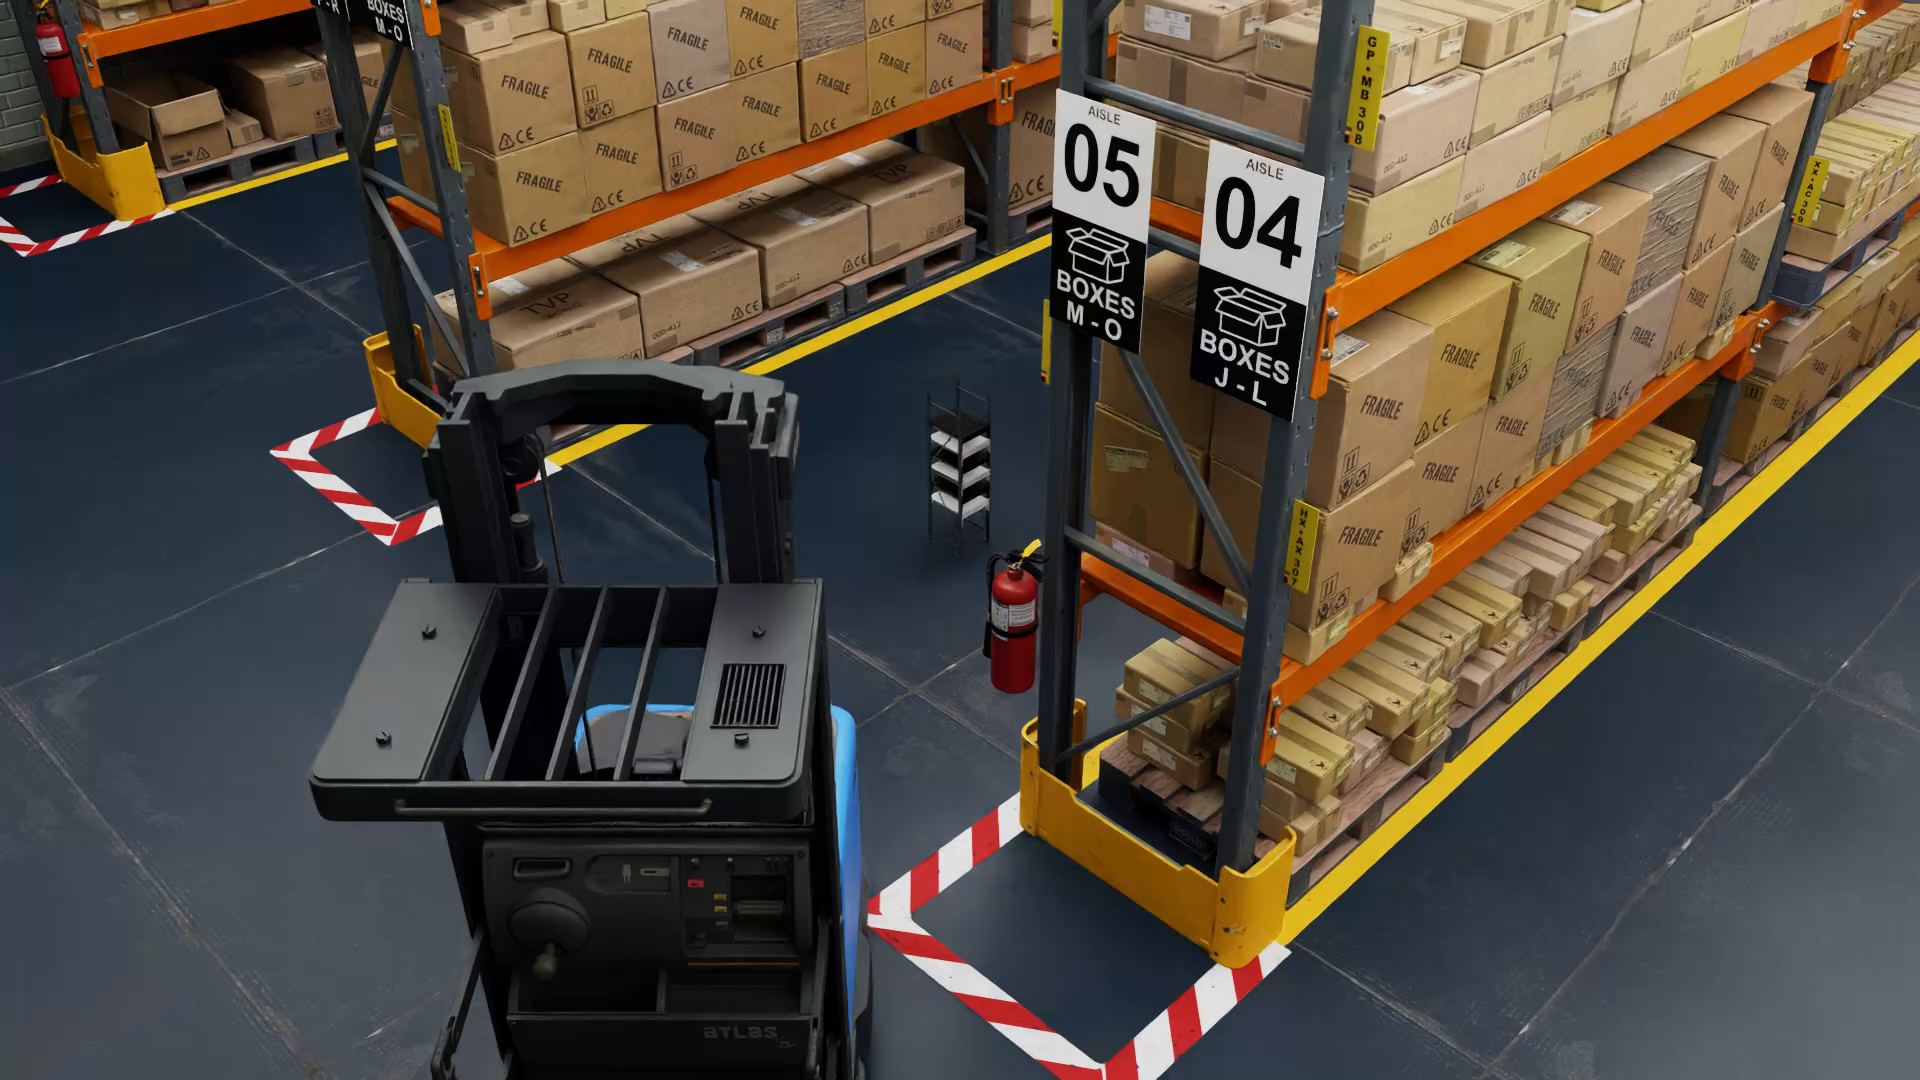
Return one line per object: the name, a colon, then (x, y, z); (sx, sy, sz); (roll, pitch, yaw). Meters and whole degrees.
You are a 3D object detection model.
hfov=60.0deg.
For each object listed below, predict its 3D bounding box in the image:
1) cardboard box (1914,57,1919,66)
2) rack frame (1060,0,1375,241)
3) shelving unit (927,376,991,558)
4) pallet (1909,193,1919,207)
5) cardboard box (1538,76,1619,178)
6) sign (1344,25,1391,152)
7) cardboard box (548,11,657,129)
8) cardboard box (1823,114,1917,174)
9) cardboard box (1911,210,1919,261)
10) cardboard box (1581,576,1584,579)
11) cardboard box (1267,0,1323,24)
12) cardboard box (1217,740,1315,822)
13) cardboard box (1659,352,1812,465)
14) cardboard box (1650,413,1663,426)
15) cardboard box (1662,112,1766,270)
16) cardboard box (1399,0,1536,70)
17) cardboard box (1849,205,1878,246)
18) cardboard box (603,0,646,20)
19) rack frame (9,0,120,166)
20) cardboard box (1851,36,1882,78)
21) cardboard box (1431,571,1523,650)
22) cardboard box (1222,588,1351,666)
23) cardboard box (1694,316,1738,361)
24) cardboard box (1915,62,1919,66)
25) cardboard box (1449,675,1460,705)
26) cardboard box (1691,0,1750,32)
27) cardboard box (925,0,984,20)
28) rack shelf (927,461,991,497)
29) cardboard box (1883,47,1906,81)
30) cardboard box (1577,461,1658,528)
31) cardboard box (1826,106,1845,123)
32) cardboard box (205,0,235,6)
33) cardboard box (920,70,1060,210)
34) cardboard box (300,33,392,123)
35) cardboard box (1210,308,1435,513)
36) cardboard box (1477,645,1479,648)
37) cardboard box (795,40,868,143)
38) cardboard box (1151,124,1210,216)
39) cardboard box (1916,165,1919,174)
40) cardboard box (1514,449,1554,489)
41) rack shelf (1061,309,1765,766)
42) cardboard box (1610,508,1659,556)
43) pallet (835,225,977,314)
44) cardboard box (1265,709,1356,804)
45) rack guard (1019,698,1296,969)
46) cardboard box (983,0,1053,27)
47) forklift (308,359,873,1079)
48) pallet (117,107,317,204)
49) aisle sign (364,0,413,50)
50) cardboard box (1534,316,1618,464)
cardboard box: (5.695, -2.950, 10.201); (0.250, 0.149, 0.380); (-28, 43, -34)
rack frame: (0.706, -2.303, 4.177); (1.000, 3.000, 0.127); (30, 45, 35)
shelving unit: (-0.006, -0.366, 8.479); (0.258, 0.900, 0.210); (30, 45, 35)
pallet: (4.977, -2.191, 9.428); (1.003, 0.211, 1.213); (30, 45, 35)
cardboard box: (1.931, -1.517, 5.803); (0.500, 0.250, 0.500); (28, 44, 34)
sign: (1.091, -1.213, 4.471); (0.100, 0.325, 0.005); (30, 45, 35)
cardboard box: (-1.979, -2.540, 8.800); (0.500, 0.500, 0.500); (28, 44, 34)
cardboard box: (4.503, -1.973, 8.280); (0.250, 0.149, 0.380); (-30, 44, -35)
cardboard box: (5.698, -1.952, 10.080); (0.500, 0.250, 0.500); (-29, 44, -35)
cardboard box: (2.835, 0.090, 8.114); (0.380, 0.149, 0.250); (28, 44, 34)
cardboard box: (0.959, -1.703, 5.283); (0.250, 0.149, 0.380); (-29, 44, -35)
cardboard box: (1.257, 0.923, 6.660); (0.250, 0.149, 0.380); (-28, 44, -34)
cardboard box: (4.233, -0.806, 9.093); (0.500, 0.500, 0.500); (-28, 44, -34)
cardboard box: (3.867, -1.015, 9.392); (0.500, 0.500, 0.500); (29, 44, 35)
cardboard box: (3.024, -1.528, 7.087); (0.500, 0.500, 0.500); (28, 44, 34)
cardboard box: (1.531, -1.597, 5.131); (0.380, 0.149, 0.250); (30, 44, 35)
cardboard box: (4.319, -1.625, 8.301); (0.250, 0.149, 0.380); (-29, 44, -35)
cardboard box: (-1.860, -2.855, 8.683); (0.380, 0.149, 0.250); (28, 44, 34)
rack frame: (-6.403, -3.796, 11.561); (1.000, 3.000, 0.127); (30, 45, 35)
cardboard box: (4.954, -2.760, 9.408); (0.250, 0.149, 0.380); (-28, 44, -34)
cardboard box: (2.229, 0.292, 7.304); (0.250, 0.149, 0.380); (-29, 44, -35)
cardboard box: (1.167, 0.261, 5.964); (0.380, 0.149, 0.250); (29, 44, 35)
cardboard box: (3.385, -1.005, 7.779); (0.380, 0.149, 0.250); (28, 44, 34)
cardboard box: (5.410, -2.496, 9.029); (0.250, 0.149, 0.380); (-28, 43, -34)
cardboard box: (1.968, 0.626, 7.345); (0.380, 0.149, 0.250); (30, 45, 35)
cardboard box: (2.640, -2.130, 6.245); (0.500, 0.250, 0.500); (-28, 44, -34)
cardboard box: (-0.196, -3.569, 10.274); (0.500, 0.500, 0.500); (29, 44, 35)
rack shelf: (-0.006, -0.338, 8.498); (0.258, 0.077, 0.200); (30, 45, 35)
cardboard box: (5.306, -2.843, 9.787); (0.250, 0.149, 0.380); (-30, 45, -35)
cardboard box: (3.136, -0.240, 8.068); (0.380, 0.149, 0.250); (29, 44, 35)
cardboard box: (4.767, -2.415, 9.434); (0.380, 0.149, 0.250); (28, 44, 34)
cardboard box: (-5.449, -4.036, 12.125); (0.250, 0.149, 0.380); (-28, 44, -34)
cardboard box: (0.320, -3.005, 11.918); (0.875, 0.875, 0.875); (-28, 44, -34)
cardboard box: (-4.832, -3.658, 13.182); (0.500, 0.500, 0.500); (-29, 44, -35)
cardboard box: (1.210, -0.491, 5.601); (0.500, 0.500, 0.500); (29, 44, 35)
cardboard box: (2.139, 0.367, 7.458); (0.250, 0.149, 0.380); (-27, 43, -33)
cardboard box: (-0.908, -2.749, 9.973); (0.500, 0.500, 0.500); (29, 44, 35)
cardboard box: (0.838, -1.303, 5.495); (0.500, 0.250, 0.500); (29, 44, 34)
cardboard box: (4.862, -2.059, 8.664); (0.250, 0.149, 0.380); (-28, 44, -34)
cardboard box: (2.230, -0.393, 6.901); (0.250, 0.149, 0.380); (-28, 44, -34)
rack shelf: (2.115, -0.359, 7.263); (1.077, 0.370, 4.000); (30, 45, 35)
cardboard box: (3.170, -0.105, 8.133); (0.380, 0.149, 0.250); (28, 44, 34)
pallet: (-0.651, -1.999, 11.423); (1.003, 0.211, 1.213); (30, 45, 35)
cardboard box: (1.316, 0.835, 6.527); (0.380, 0.149, 0.250); (27, 43, 33)
rack guard: (0.759, 1.152, 6.652); (1.175, 0.500, 0.348); (30, 45, 35)
cardboard box: (0.450, -3.629, 11.016); (0.500, 0.250, 0.500); (28, 44, 34)
forklift: (-0.890, 1.114, 4.582); (1.130, 2.935, 3.031); (0, 35, 0)
pallet: (-5.789, -3.007, 12.868); (1.003, 0.211, 1.213); (30, 45, 35)
aisle sign: (-2.723, -2.717, 7.742); (0.394, 0.787, 0.004); (30, 45, 35)
cardboard box: (2.286, -0.707, 6.785); (0.500, 0.500, 0.500); (28, 44, 34)
